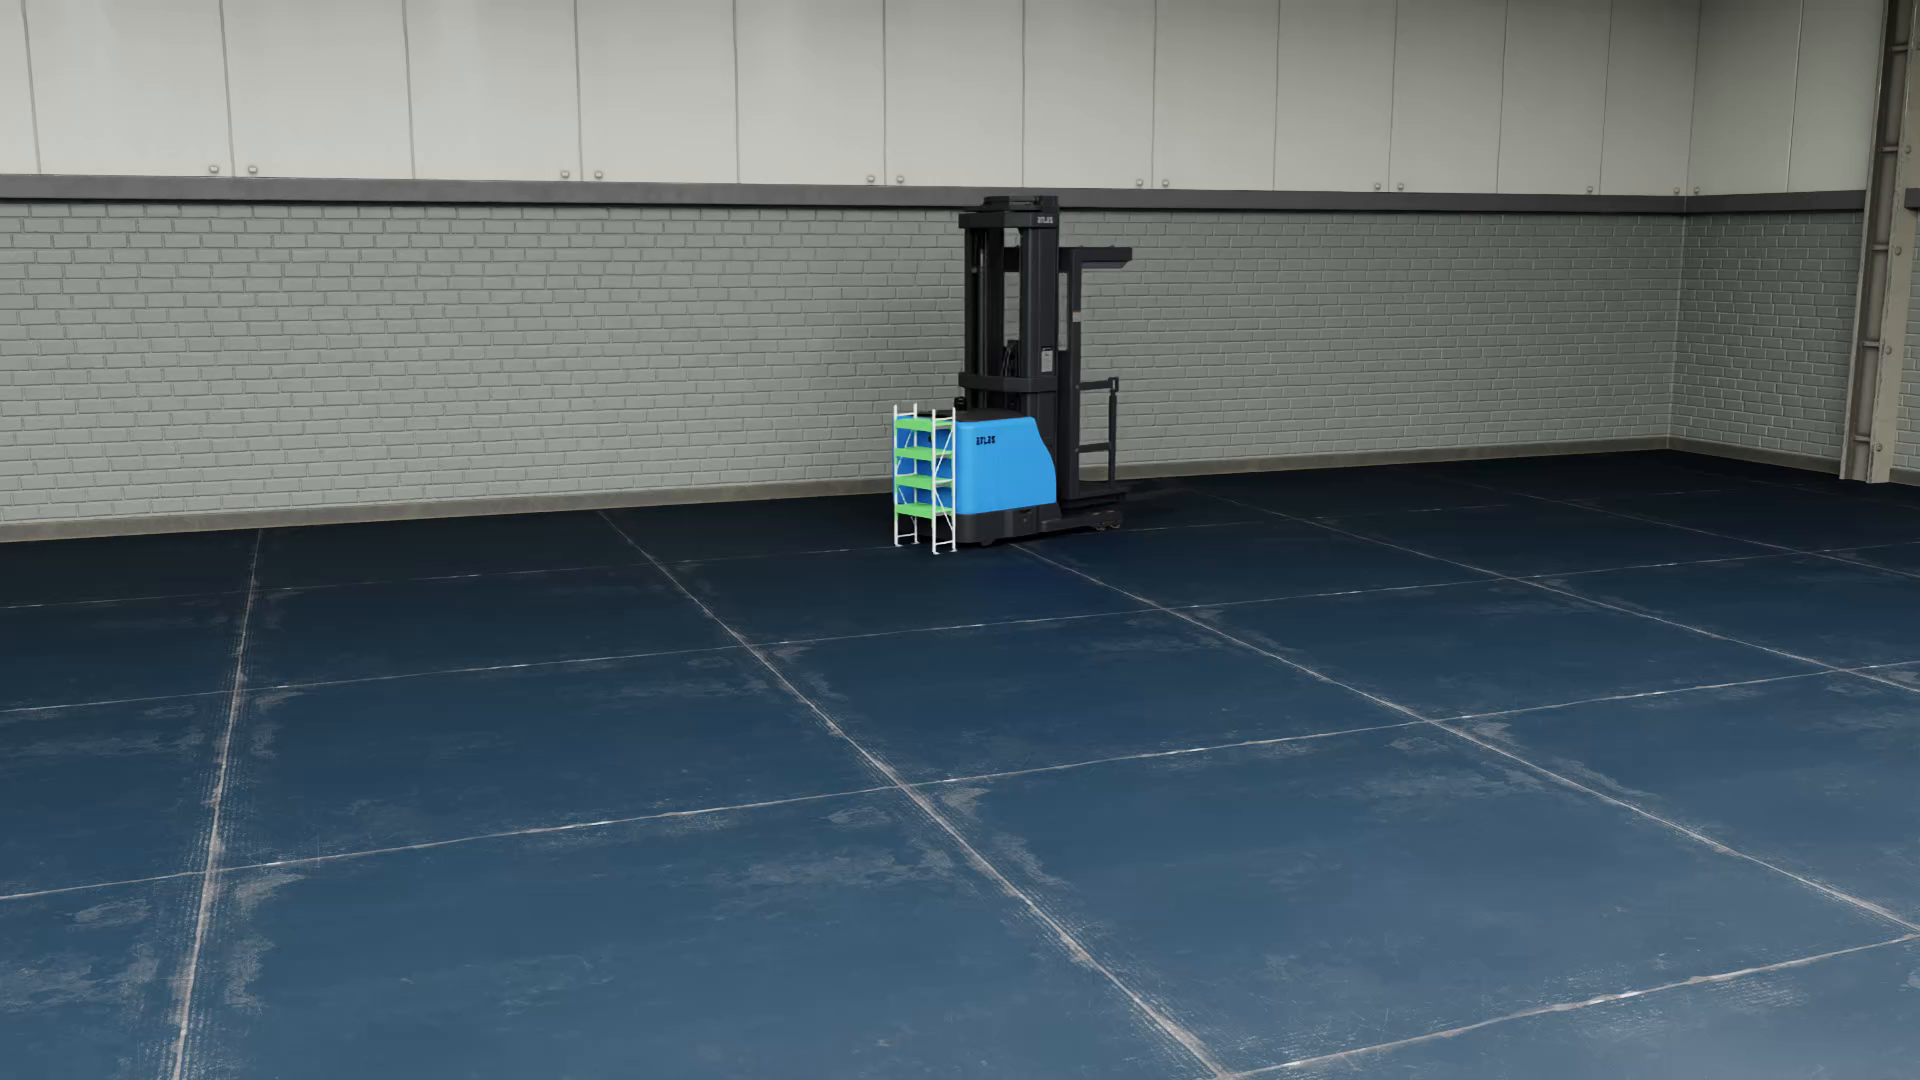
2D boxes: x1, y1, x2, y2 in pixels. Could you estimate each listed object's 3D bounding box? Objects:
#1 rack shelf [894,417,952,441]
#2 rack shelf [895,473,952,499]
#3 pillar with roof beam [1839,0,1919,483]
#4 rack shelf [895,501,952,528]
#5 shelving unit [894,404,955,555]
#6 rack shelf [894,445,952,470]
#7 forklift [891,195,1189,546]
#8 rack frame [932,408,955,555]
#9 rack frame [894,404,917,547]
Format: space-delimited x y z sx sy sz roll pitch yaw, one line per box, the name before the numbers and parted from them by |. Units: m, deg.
rack shelf | -0.296 -0.926 13.823 0.258 0.148 0.480 -9 13 -41
rack shelf | -0.296 -0.453 13.907 0.258 0.148 0.480 -9 13 -41
pillar with roof beam | 5.823 -4.808 15.754 9.100 9.000 0.400 -4 11 -21
rack shelf | -0.296 -0.217 13.949 0.258 0.148 0.480 -9 13 -41
shelving unit | -0.296 -0.516 13.896 0.258 1.200 0.503 -9 13 -41
rack shelf | -0.296 -0.690 13.865 0.258 0.148 0.480 -9 13 -41
forklift | 0.837 -1.583 14.948 3.031 2.935 1.130 -9 13 -41
rack frame | -0.133 -0.484 13.718 0.240 1.200 0.015 -9 13 -41
rack frame | -0.459 -0.548 14.075 0.240 1.200 0.015 -9 13 -41
